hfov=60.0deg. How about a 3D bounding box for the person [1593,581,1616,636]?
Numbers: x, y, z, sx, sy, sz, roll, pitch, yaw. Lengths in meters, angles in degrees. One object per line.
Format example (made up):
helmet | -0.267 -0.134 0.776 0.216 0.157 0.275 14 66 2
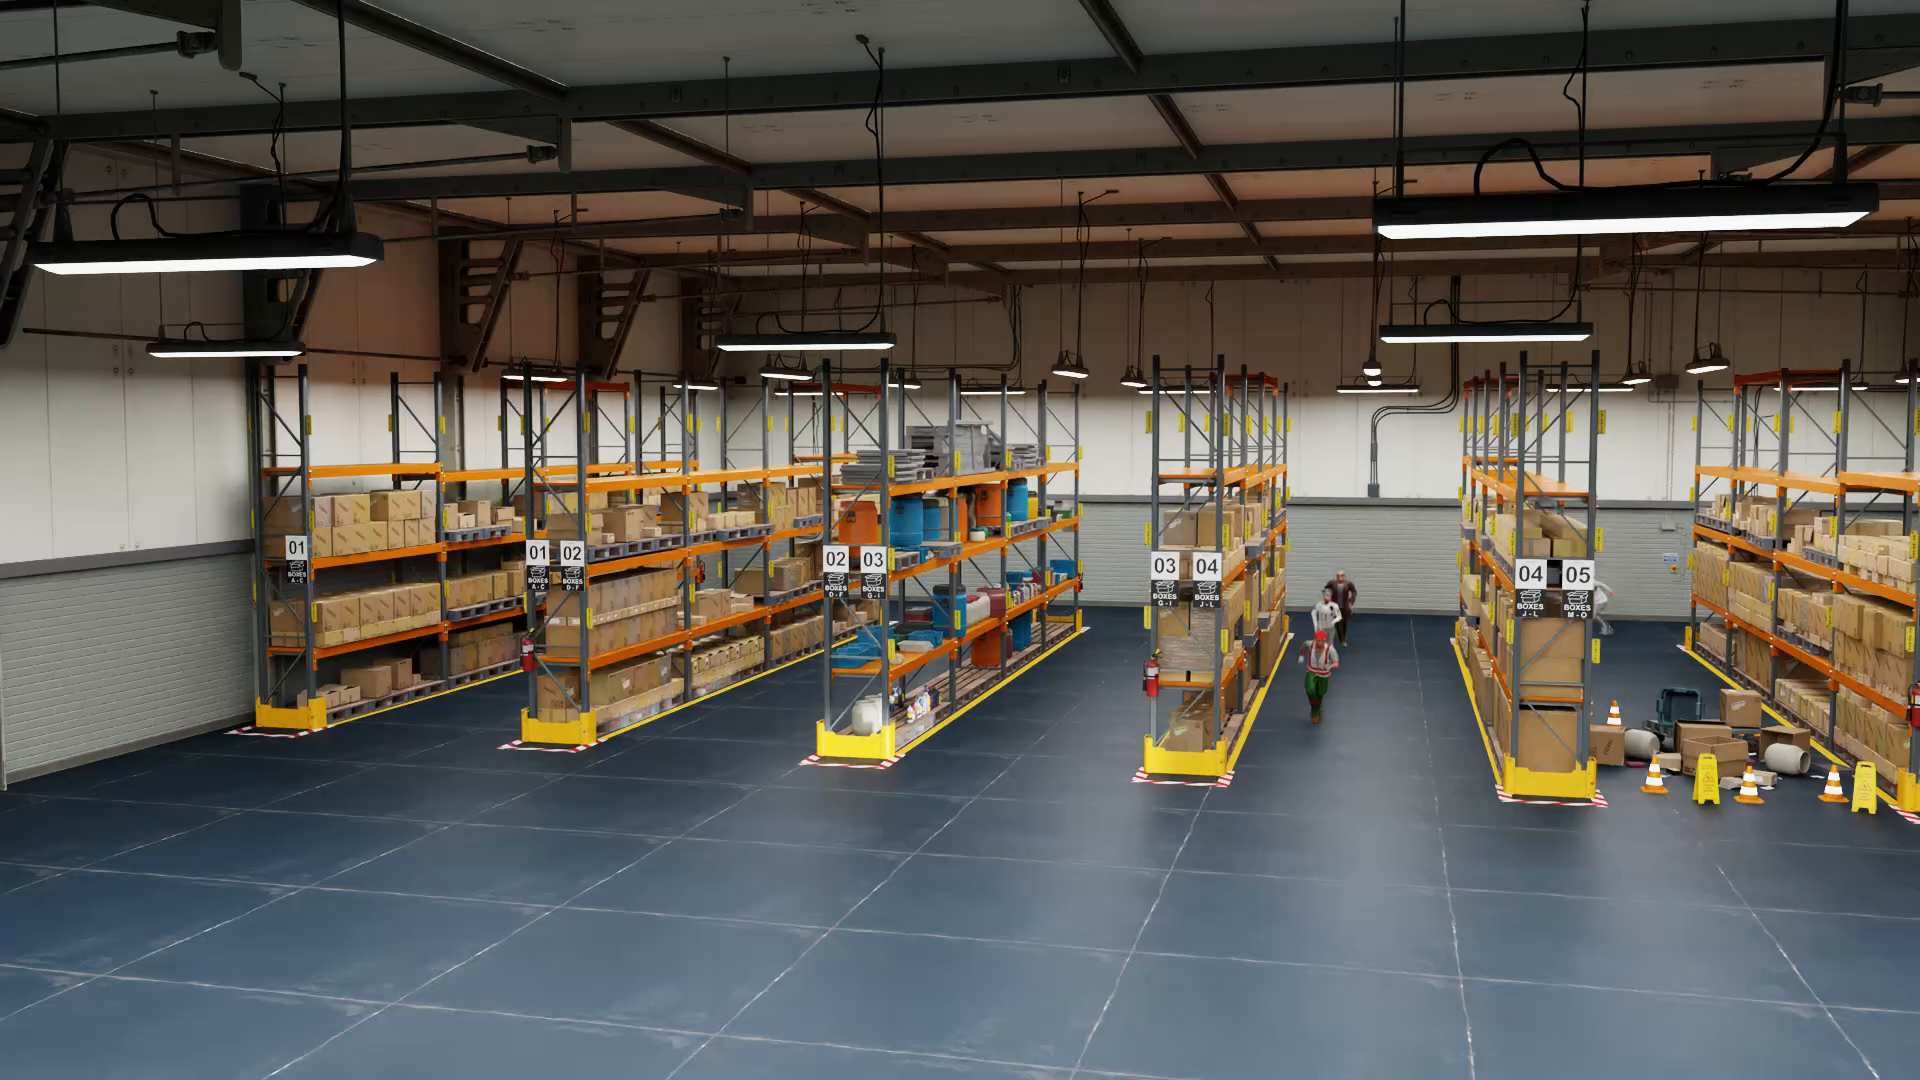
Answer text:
person | 15.070 1.525 39.540 0.991 1.485 0.656 -1 4 -13

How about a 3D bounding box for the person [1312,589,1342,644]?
person | 7.490 1.826 33.953 0.605 1.680 0.637 1 4 10

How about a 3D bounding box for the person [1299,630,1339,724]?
person | 6.011 2.259 27.872 0.669 1.582 1.122 1 4 12

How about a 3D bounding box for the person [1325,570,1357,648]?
person | 8.638 1.535 37.774 0.720 1.740 1.026 1 4 13
